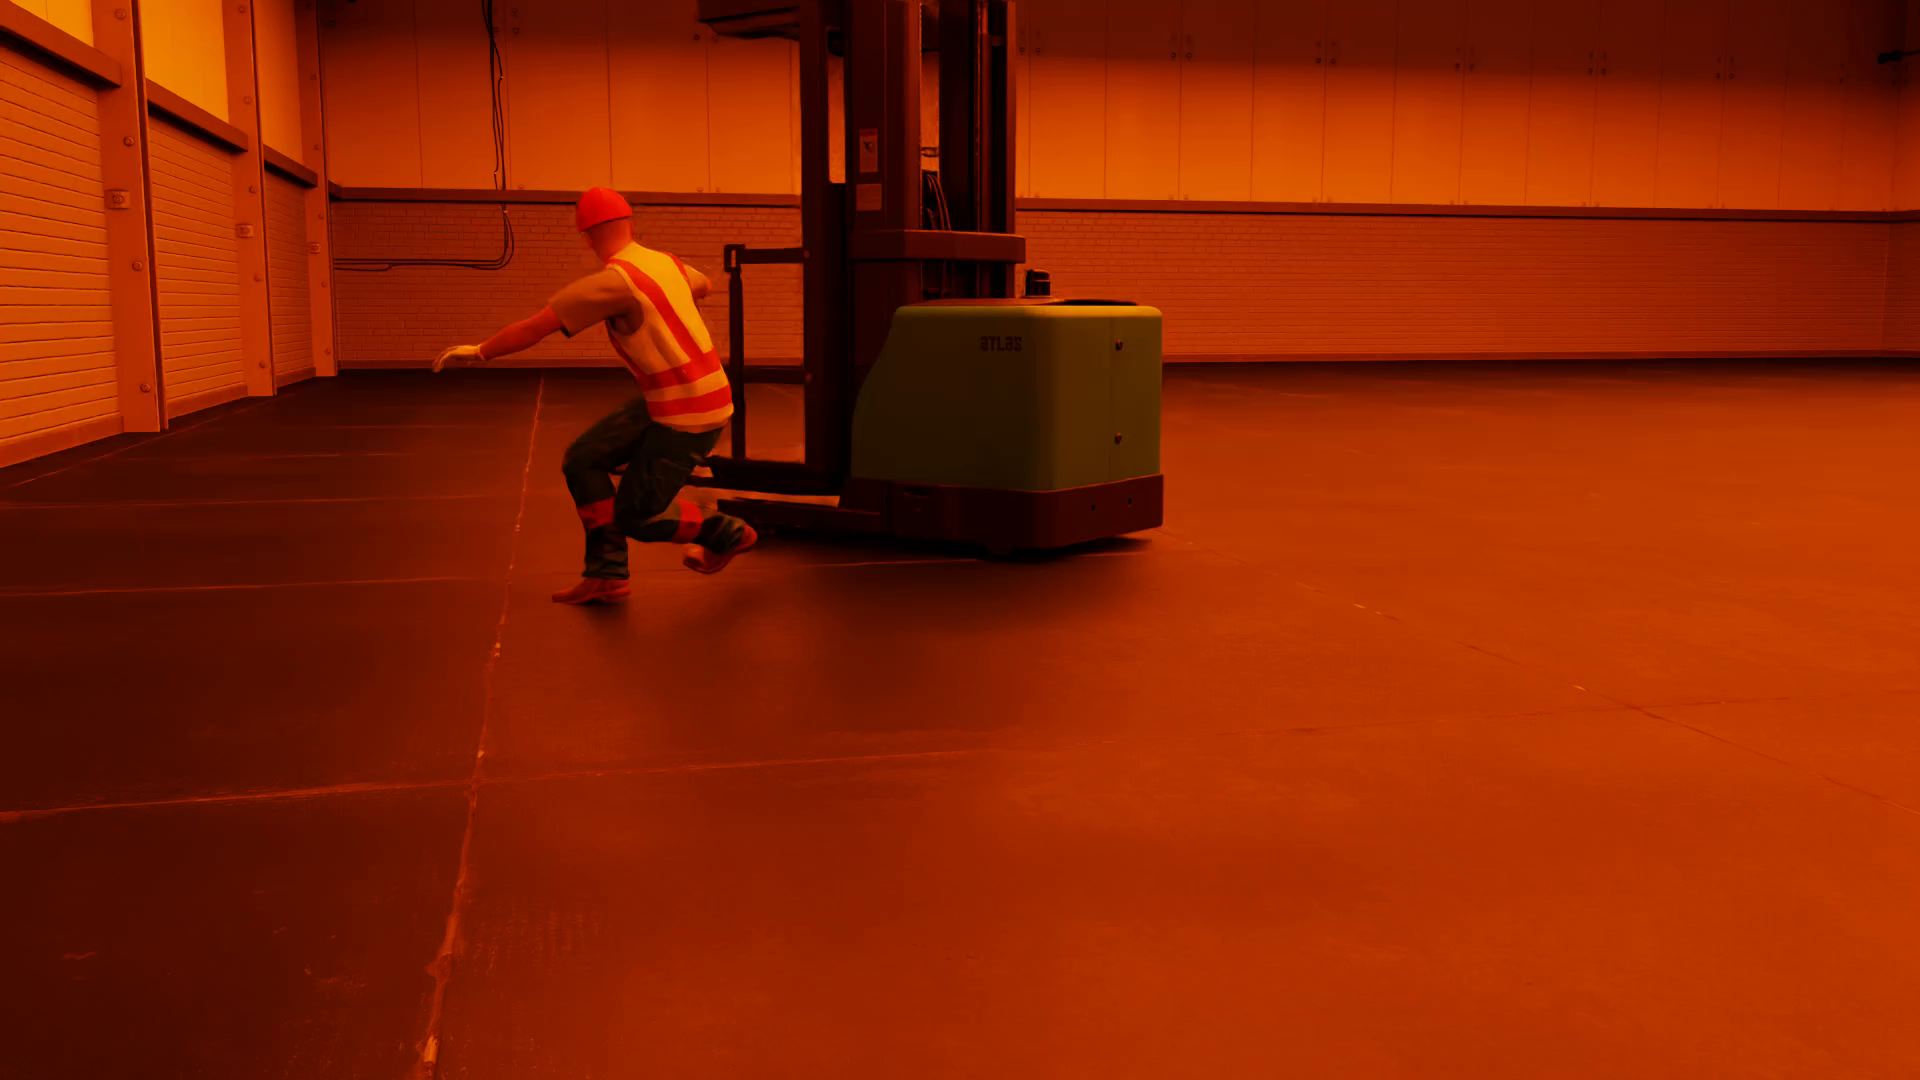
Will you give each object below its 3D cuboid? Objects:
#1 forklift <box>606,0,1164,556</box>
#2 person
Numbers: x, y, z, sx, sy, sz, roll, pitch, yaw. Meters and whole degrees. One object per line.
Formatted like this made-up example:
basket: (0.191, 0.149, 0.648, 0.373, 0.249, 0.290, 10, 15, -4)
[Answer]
forklift: (-0.545, -1.522, 8.009, 3.031, 2.935, 1.130, 6, 10, 37)
person: (-1.318, -0.523, 6.094, 1.130, 1.506, 0.845, -1, 8, -10)
